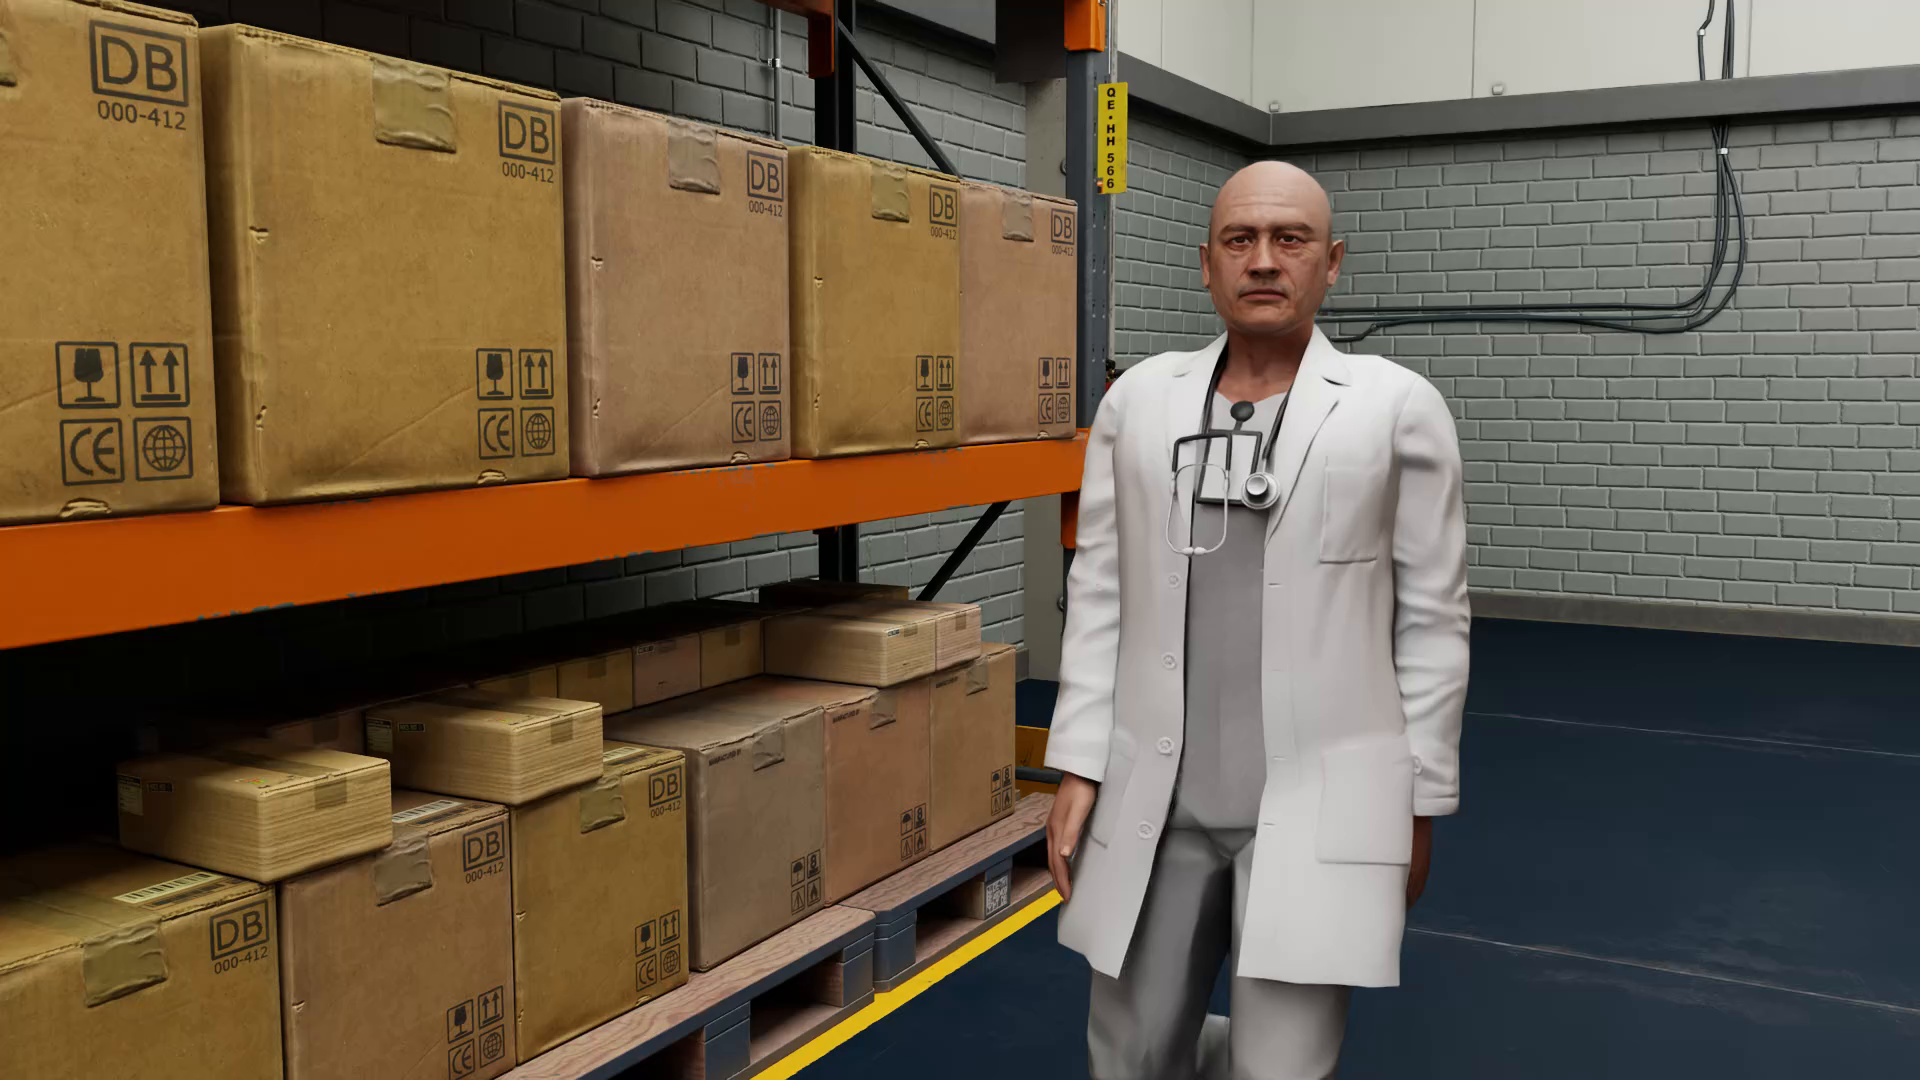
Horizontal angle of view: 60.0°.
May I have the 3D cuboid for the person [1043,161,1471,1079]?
[{"bbox_3d":[0.422,0.357,2.386,0.579,1.761,0.828,3,6,24],"label":"person"}]
